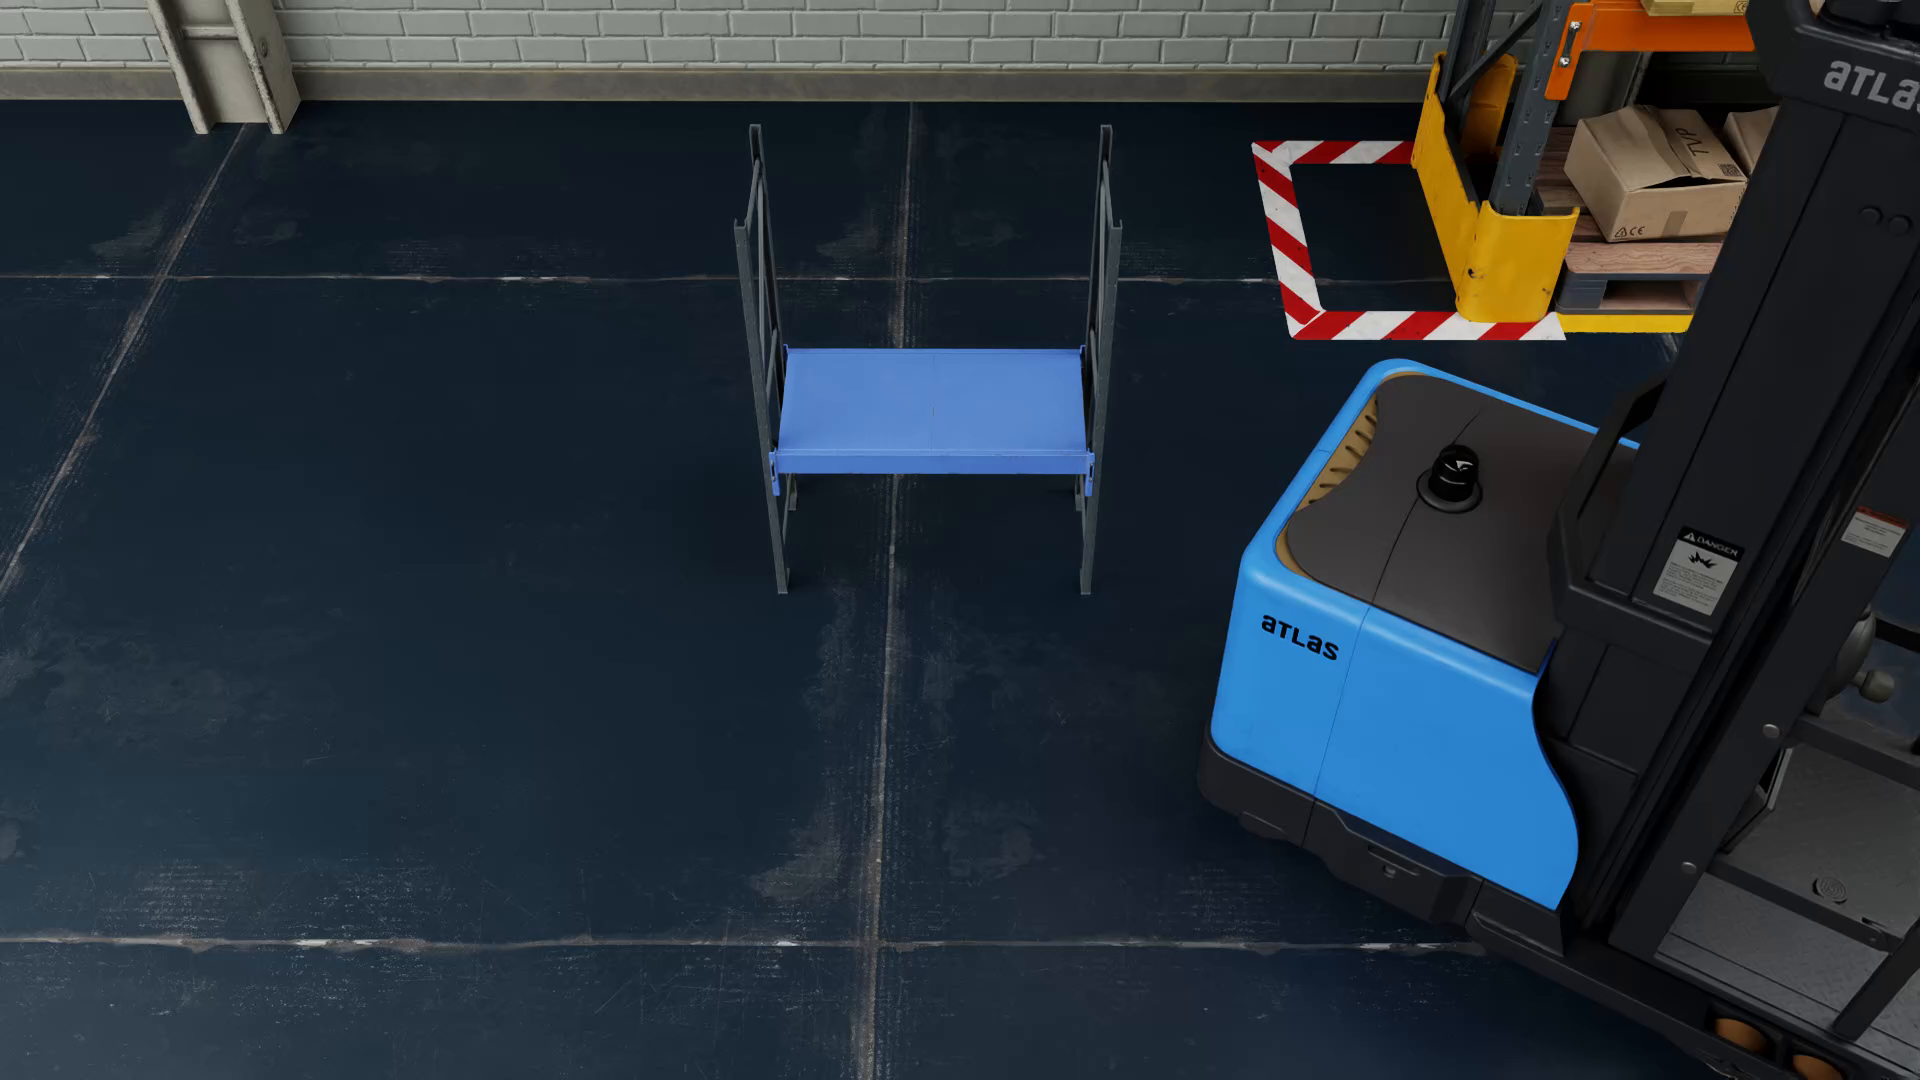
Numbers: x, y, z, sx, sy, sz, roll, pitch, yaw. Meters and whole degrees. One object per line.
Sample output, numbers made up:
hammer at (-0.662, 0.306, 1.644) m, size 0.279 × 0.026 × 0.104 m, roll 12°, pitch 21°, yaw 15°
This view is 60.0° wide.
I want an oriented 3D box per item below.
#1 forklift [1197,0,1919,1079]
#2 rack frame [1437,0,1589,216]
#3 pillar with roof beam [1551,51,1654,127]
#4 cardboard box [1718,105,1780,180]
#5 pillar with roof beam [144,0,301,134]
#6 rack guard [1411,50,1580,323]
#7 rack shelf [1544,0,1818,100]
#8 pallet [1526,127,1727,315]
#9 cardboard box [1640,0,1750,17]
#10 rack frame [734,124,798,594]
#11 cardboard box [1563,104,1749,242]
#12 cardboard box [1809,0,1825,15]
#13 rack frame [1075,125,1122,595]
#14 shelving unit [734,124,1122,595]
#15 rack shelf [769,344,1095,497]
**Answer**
forklift at (2.232, 0.054, 3.697) m, size 3.031 × 2.935 × 1.130 m, roll 24°, pitch 52°, yaw 21°
rack frame at (2.073, -2.306, 5.848) m, size 0.127 × 3.000 × 1.000 m, roll 0°, pitch 47°, yaw 0°
pillar with roof beam at (2.760, -1.831, 1.306) m, size 0.400 × 9.000 × 9.100 m, roll 0°, pitch 47°, yaw 0°
cardboard box at (3.335, -1.471, 6.606) m, size 0.500 × 0.311 × 0.500 m, roll 4°, pitch 47°, yaw 3°
pillar with roof beam at (-3.239, -1.847, 1.321) m, size 0.400 × 9.000 × 9.100 m, roll 0°, pitch 47°, yaw 0°
rack guard at (2.149, -1.455, 6.762) m, size 0.348 × 0.500 × 1.175 m, roll 0°, pitch 47°, yaw 0°
rack shelf at (4.073, -2.056, 6.106) m, size 4.000 × 0.370 × 1.077 m, roll 0°, pitch 47°, yaw 0°
pallet at (2.962, -1.328, 6.842) m, size 1.213 × 0.211 × 1.003 m, roll 0°, pitch 47°, yaw 0°
cardboard box at (2.560, -2.028, 5.678) m, size 0.500 × 0.250 × 0.500 m, roll -1°, pitch 47°, yaw -1°
rack frame at (-0.594, -0.513, 5.203) m, size 0.032 × 1.500 × 0.500 m, roll 0°, pitch 47°, yaw 0°
cardboard box at (2.765, -1.473, 6.608) m, size 0.500 × 0.311 × 0.500 m, roll -5°, pitch 47°, yaw -4°
cardboard box at (3.079, -2.037, 5.686) m, size 0.500 × 0.250 × 0.500 m, roll -1°, pitch 47°, yaw -1°
rack frame at (0.423, -0.510, 5.200) m, size 0.032 × 1.500 × 0.500 m, roll 0°, pitch 47°, yaw 0°
shelving unit at (-0.085, -0.511, 5.201) m, size 1.048 × 1.500 × 0.538 m, roll 0°, pitch 47°, yaw 0°
rack shelf at (-0.085, -0.389, 5.333) m, size 1.000 × 0.185 × 0.538 m, roll 0°, pitch 47°, yaw 0°
